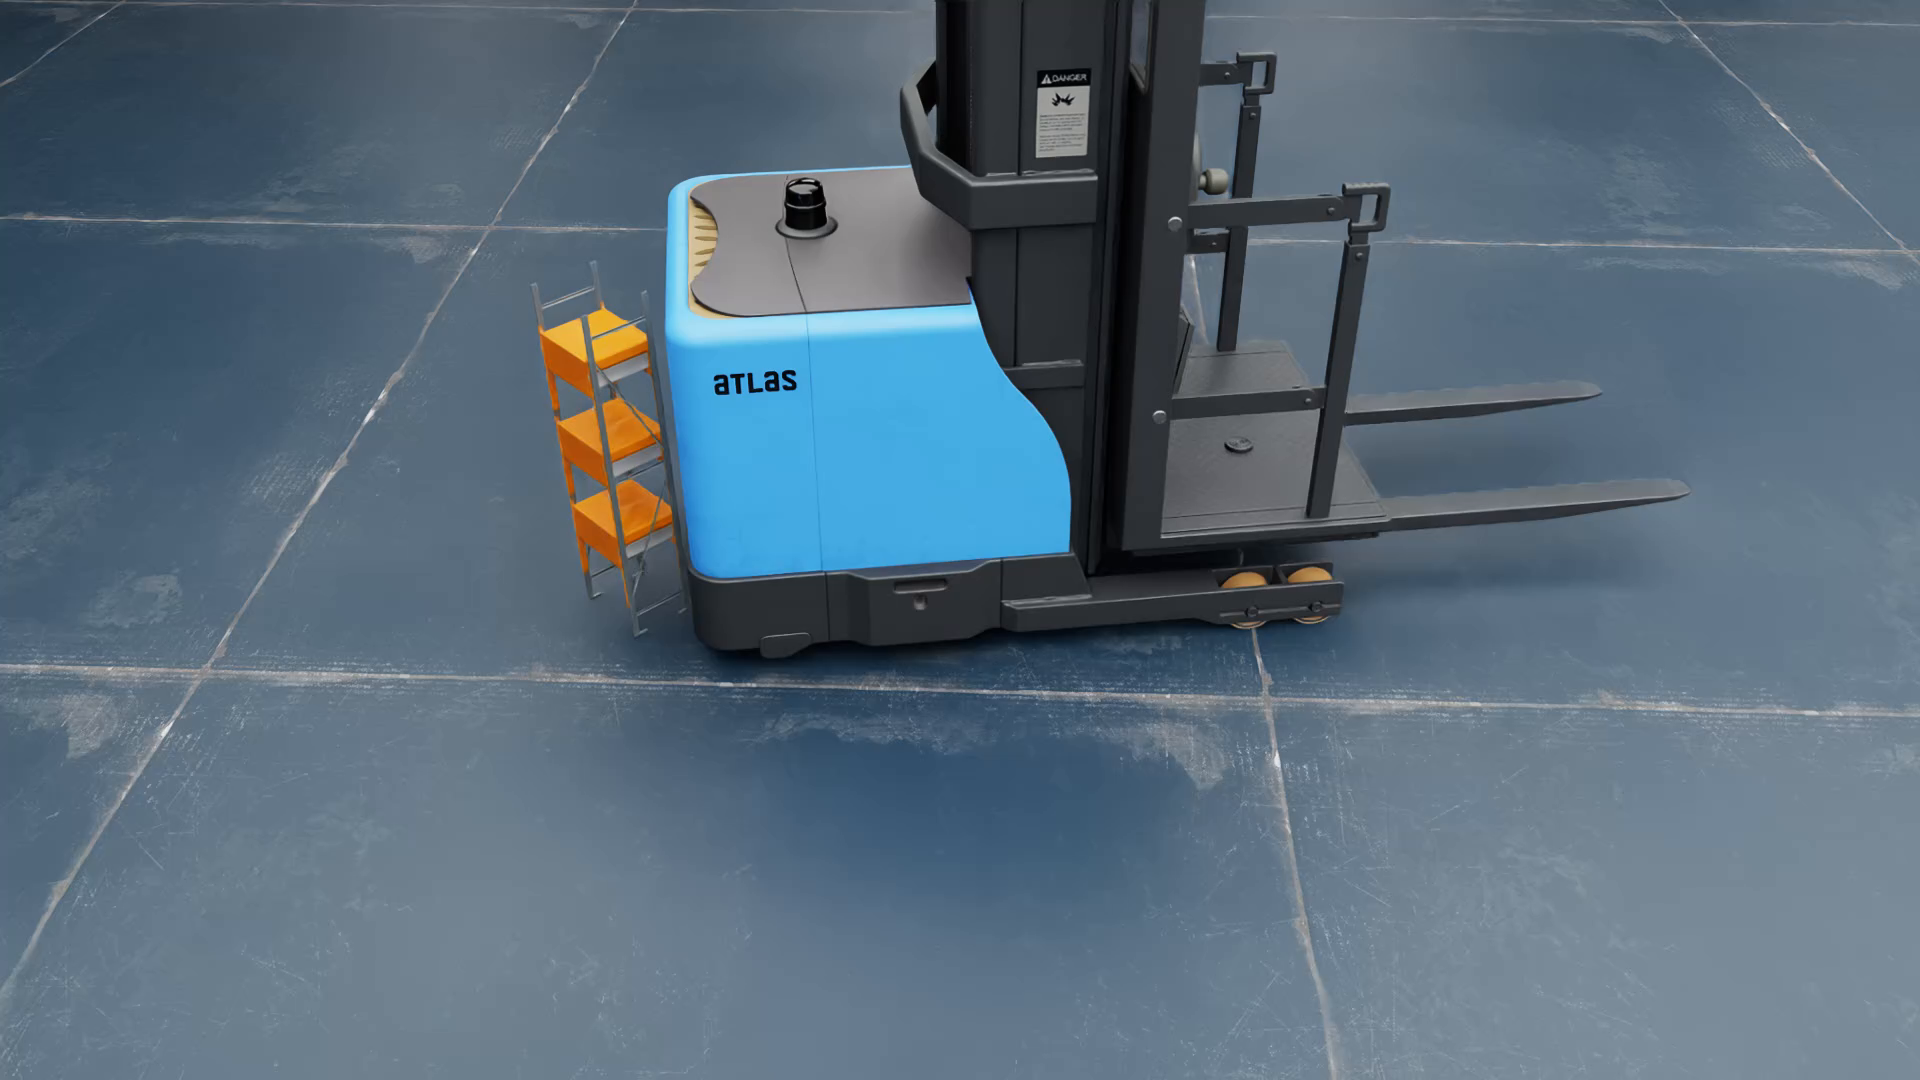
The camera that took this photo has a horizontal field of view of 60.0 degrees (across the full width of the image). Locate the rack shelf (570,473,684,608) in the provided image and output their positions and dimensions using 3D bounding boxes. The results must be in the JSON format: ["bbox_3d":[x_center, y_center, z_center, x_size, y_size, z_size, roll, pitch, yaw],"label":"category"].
[{"bbox_3d":[-0.962,-0.002,4.837,0.215,0.259,0.240,-29,44,-33],"label":"rack shelf"}]

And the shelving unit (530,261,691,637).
[{"bbox_3d":[-0.967,-0.235,4.668,0.215,1.050,0.252,-29,44,-33],"label":"shelving unit"}]

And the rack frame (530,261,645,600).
[{"bbox_3d":[-1.050,-0.287,4.741,0.200,1.050,0.008,-29,44,-33],"label":"rack frame"}]

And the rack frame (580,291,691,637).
[{"bbox_3d":[-0.884,-0.184,4.595,0.200,1.050,0.008,-29,44,-33],"label":"rack frame"}]

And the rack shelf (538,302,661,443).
[{"bbox_3d":[-0.971,-0.457,4.508,0.215,0.259,0.240,-29,44,-33],"label":"rack shelf"}]

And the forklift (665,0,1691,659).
[{"bbox_3d":[0.687,-1.236,4.460,3.031,2.935,1.130,-4,35,-6],"label":"forklift"}]

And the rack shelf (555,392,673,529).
[{"bbox_3d":[-0.967,-0.227,4.674,0.215,0.259,0.240,-29,44,-33],"label":"rack shelf"}]
